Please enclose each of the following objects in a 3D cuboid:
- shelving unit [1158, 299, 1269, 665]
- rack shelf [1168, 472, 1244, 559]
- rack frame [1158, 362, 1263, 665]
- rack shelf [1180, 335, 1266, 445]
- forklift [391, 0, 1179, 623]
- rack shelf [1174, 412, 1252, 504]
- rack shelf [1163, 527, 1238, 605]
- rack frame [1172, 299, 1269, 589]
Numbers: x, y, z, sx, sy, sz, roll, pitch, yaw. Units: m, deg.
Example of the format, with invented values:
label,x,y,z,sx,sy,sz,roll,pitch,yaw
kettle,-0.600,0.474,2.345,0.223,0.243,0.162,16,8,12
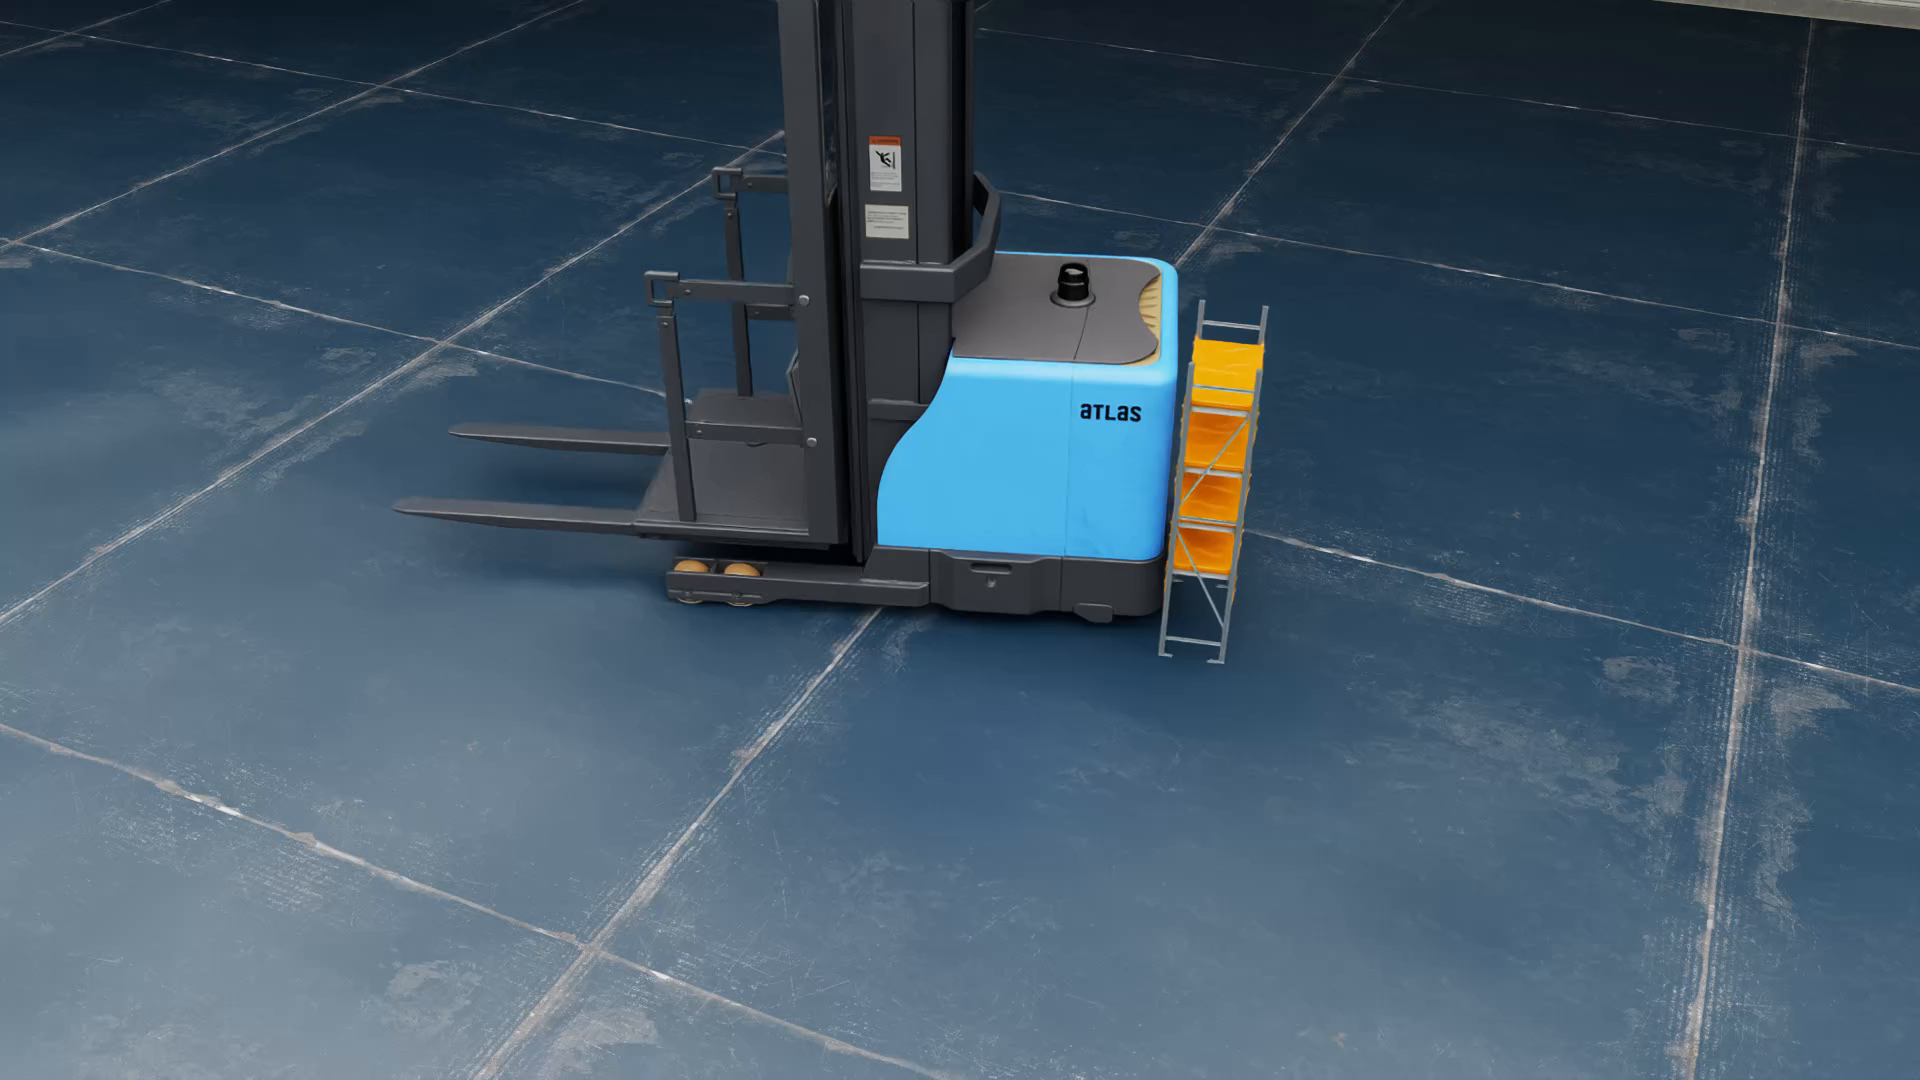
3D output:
label,x,y,z,sx,sy,sz,roll,pitch,yaw
shelving unit,0.902,-0.196,5.950,0.258,1.200,0.503,7,34,9
rack shelf,0.900,-0.140,5.987,0.258,0.148,0.480,7,34,9
rack frame,0.855,-0.065,5.750,0.240,1.200,0.015,7,34,9
rack shelf,0.909,-0.524,5.733,0.258,0.148,0.480,7,34,9
forklift,-0.697,-1.253,5.988,3.031,2.935,1.130,3,33,5
rack shelf,0.904,-0.326,5.864,0.258,0.148,0.480,7,34,9
rack shelf,0.897,0.026,6.096,0.258,0.148,0.480,7,34,9
rack frame,0.948,-0.327,6.150,0.240,1.200,0.015,7,34,9
